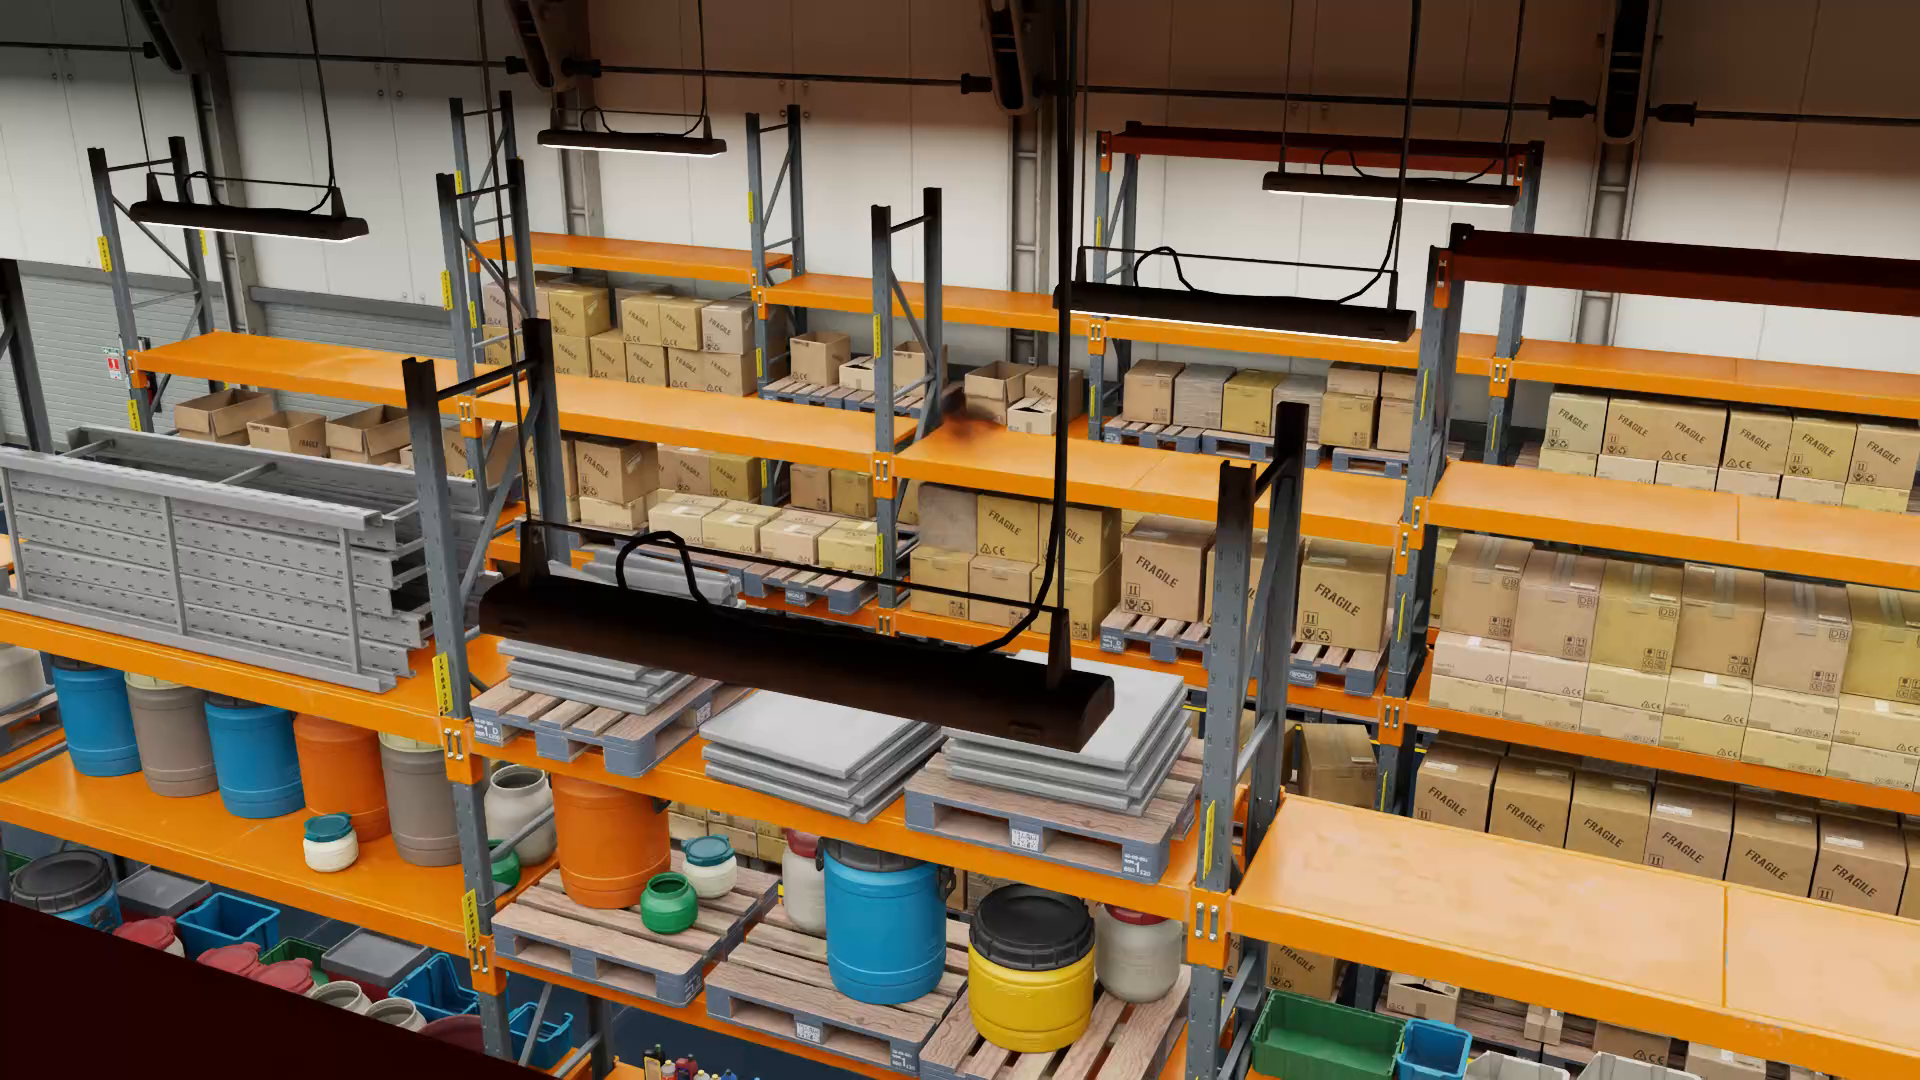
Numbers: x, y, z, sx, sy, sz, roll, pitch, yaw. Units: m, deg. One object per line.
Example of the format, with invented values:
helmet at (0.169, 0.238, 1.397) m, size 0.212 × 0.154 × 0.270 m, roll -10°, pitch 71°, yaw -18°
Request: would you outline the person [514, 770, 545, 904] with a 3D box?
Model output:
person at (-3.529, 2.469, 13.743) m, size 0.585 × 1.696 × 0.403 m, roll 3°, pitch 21°, yaw 8°
